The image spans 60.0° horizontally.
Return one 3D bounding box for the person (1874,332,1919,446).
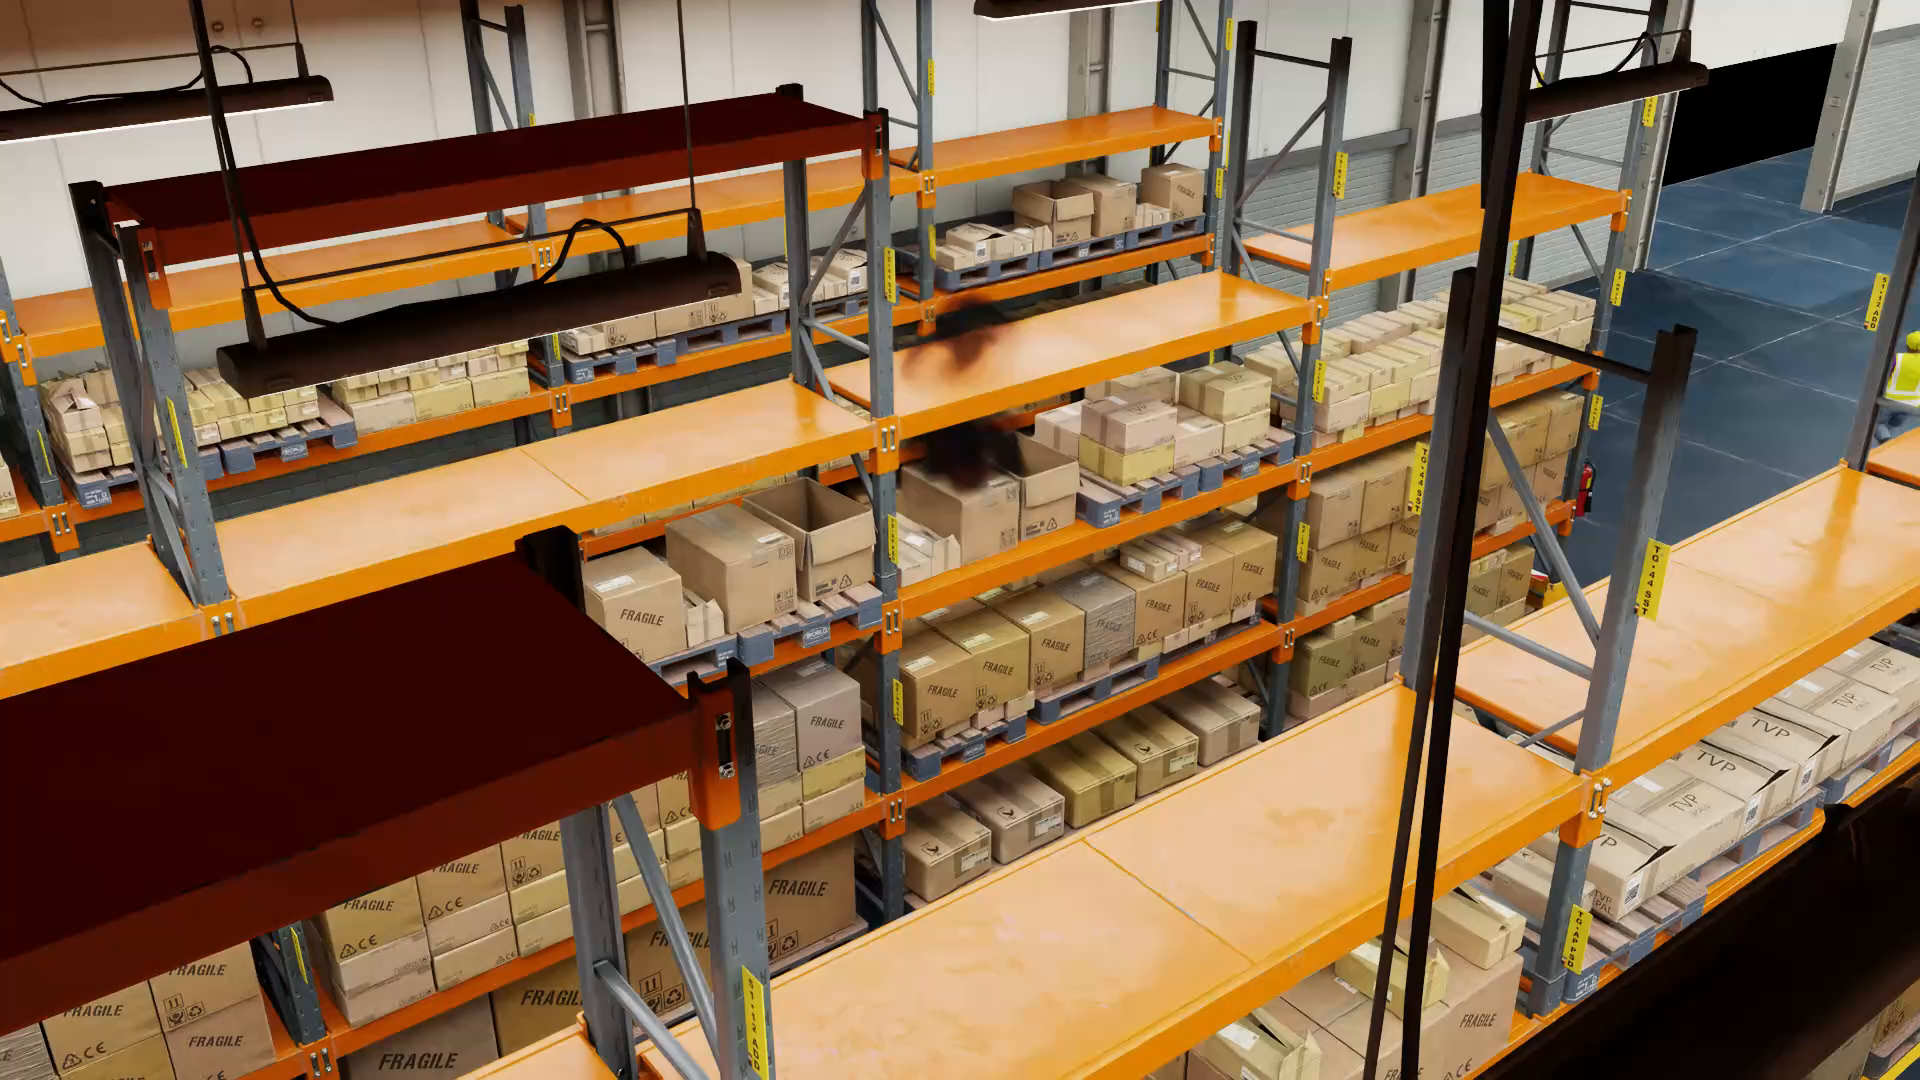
[{"bbox_3d":[11.029,-1.618,19.499,0.720,1.702,0.661,5,27,11],"label":"person"}]
